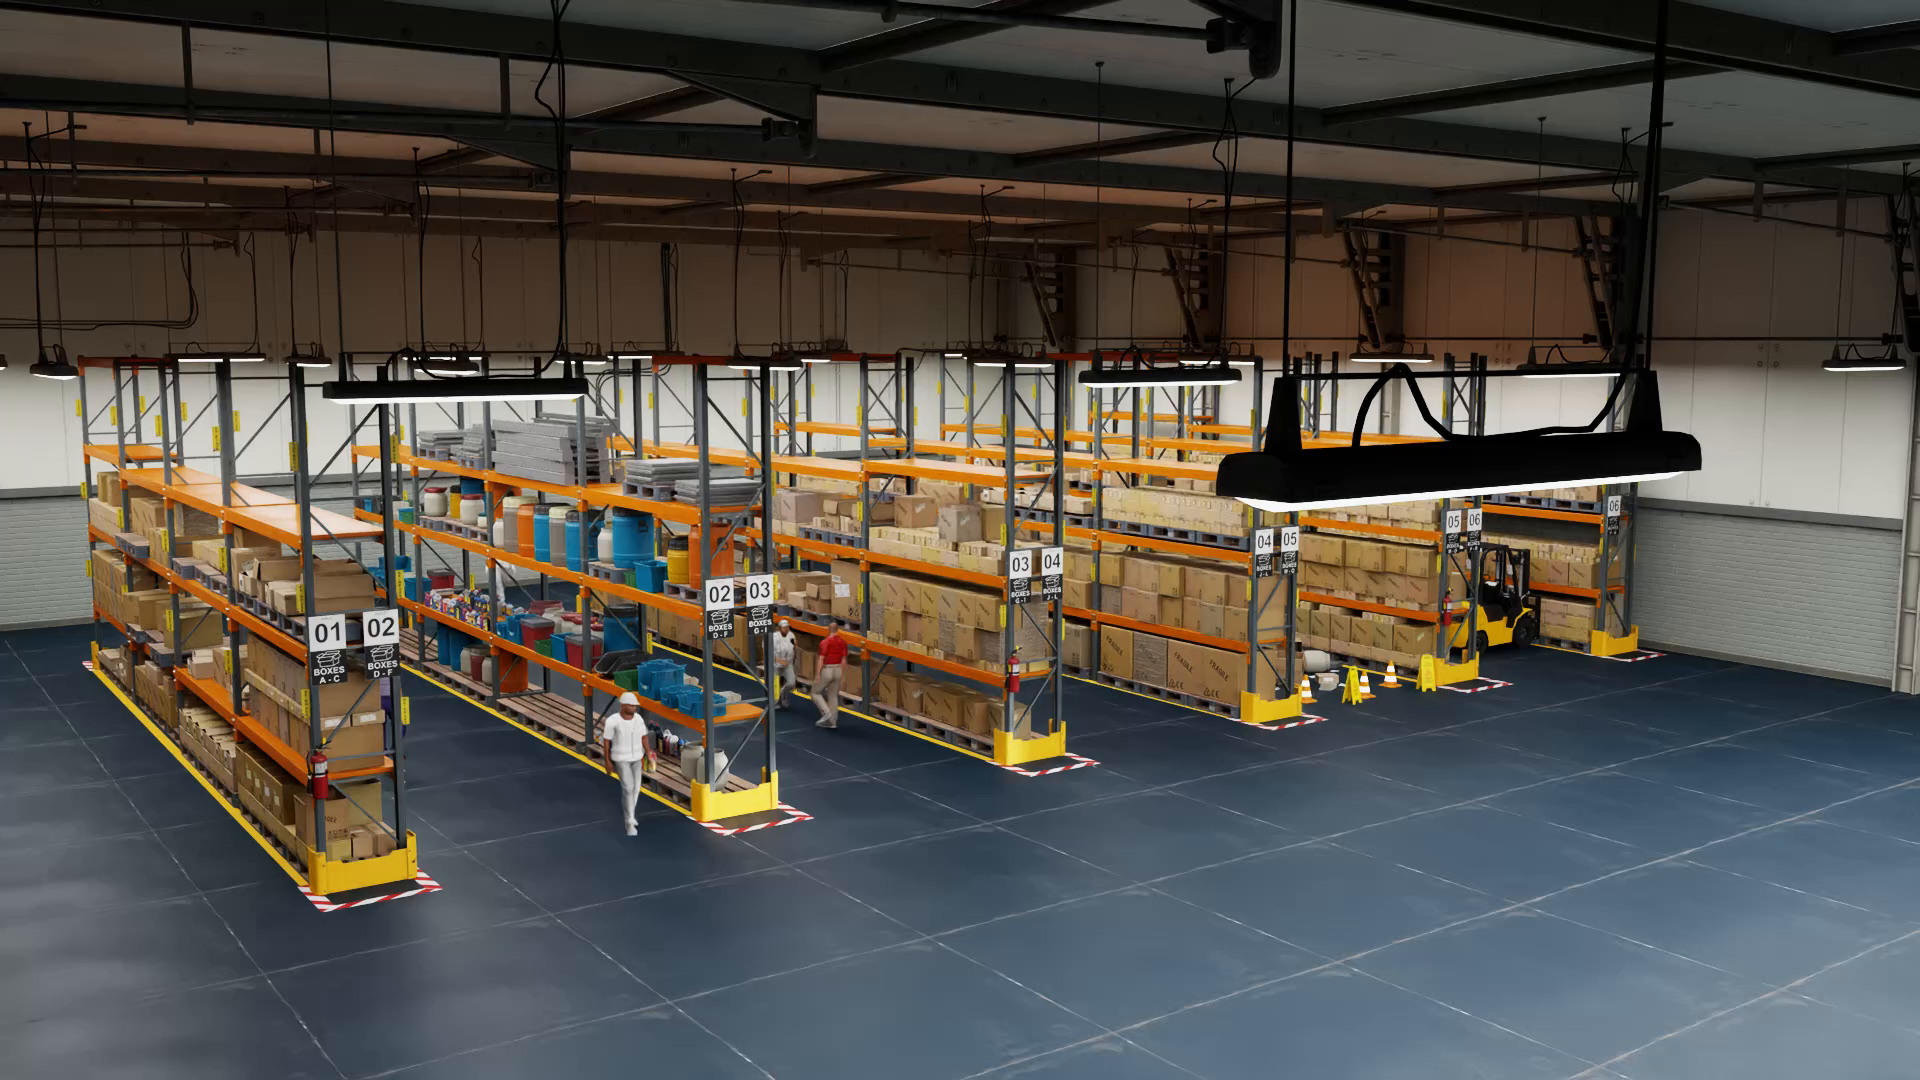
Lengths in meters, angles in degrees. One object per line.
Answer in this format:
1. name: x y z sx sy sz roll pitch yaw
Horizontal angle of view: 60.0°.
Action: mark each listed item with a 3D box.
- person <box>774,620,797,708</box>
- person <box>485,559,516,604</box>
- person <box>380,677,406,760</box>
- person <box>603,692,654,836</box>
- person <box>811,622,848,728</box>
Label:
1. person: -3.037 2.116 28.343 0.610 1.582 0.758 -3 8 -24
2. person: -10.901 0.655 39.514 0.636 1.720 1.038 -5 8 -34
3. person: -8.583 2.512 24.858 0.526 1.648 0.477 -1 7 -5
4. person: -4.233 2.877 21.467 0.596 1.811 0.611 -7 10 -44
5. person: -2.117 2.201 27.012 0.658 1.726 0.489 -5 9 -36
